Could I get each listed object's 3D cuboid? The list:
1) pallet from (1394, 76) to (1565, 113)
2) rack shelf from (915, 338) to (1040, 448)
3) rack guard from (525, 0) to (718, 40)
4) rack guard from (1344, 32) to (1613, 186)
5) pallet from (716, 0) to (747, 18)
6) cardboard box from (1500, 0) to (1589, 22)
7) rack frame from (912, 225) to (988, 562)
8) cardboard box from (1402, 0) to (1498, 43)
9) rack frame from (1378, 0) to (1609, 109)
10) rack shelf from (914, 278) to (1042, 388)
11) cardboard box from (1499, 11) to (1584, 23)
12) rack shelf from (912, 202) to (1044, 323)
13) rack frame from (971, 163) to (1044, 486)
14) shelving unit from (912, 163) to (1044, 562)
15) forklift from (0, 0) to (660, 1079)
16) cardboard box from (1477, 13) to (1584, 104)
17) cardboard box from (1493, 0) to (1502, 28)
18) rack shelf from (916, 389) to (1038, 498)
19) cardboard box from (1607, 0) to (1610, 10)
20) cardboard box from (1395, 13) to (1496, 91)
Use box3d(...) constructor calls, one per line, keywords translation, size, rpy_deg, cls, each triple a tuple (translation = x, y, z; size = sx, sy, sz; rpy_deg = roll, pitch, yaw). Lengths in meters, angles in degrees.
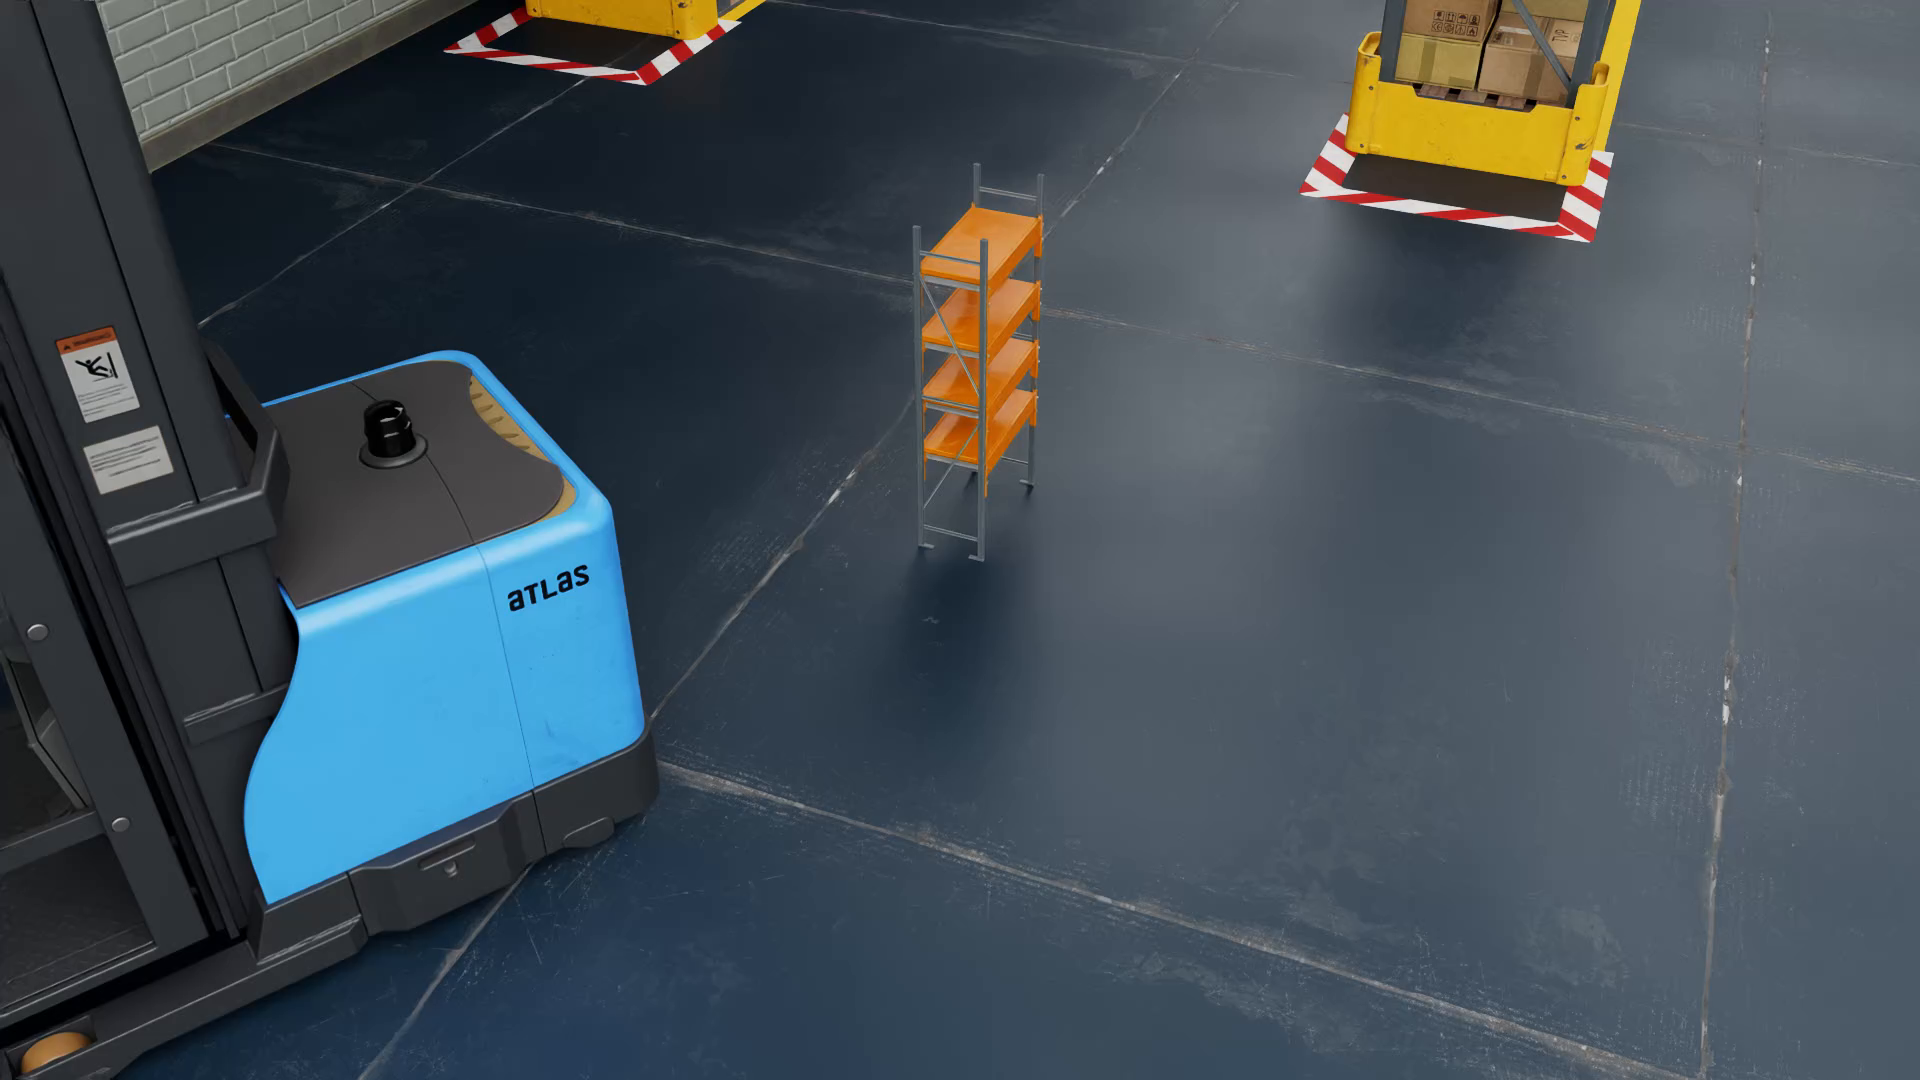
box3d(translation=(2.792, -2.457, 8.861), size=(1.003, 0.211, 1.213), rpy_deg=(14, 39, 18), cls="pallet")
box3d(translation=(0.063, -0.518, 5.554), size=(0.258, 0.148, 0.480), rpy_deg=(14, 39, 18), cls="rack shelf")
box3d(translation=(-2.014, -3.308, 9.759), size=(1.175, 0.500, 0.348), rpy_deg=(14, 39, 18), cls="rack guard")
box3d(translation=(2.530, -2.127, 8.178), size=(1.175, 0.500, 0.348), rpy_deg=(14, 39, 18), cls="rack guard")
box3d(translation=(-1.673, -3.634, 10.436), size=(1.003, 0.211, 1.213), rpy_deg=(14, 39, 18), cls="pallet")
box3d(translation=(3.138, -3.032, 8.620), size=(0.500, 0.500, 0.500), rpy_deg=(14, 39, 18), cls="cardboard box")
box3d(translation=(-0.030, -0.437, 5.333), size=(0.240, 1.200, 0.015), rpy_deg=(14, 39, 18), cls="rack frame")
box3d(translation=(2.468, -2.873, 8.408), size=(0.500, 0.500, 0.500), rpy_deg=(14, 39, 18), cls="cardboard box")
box3d(translation=(2.539, -3.141, 7.447), size=(1.000, 3.000, 0.127), rpy_deg=(14, 39, 18), cls="rack frame")
box3d(translation=(0.063, -0.698, 5.420), size=(0.258, 0.148, 0.480), rpy_deg=(14, 39, 18), cls="rack shelf")
box3d(translation=(3.136, -2.732, 8.845), size=(0.500, 0.250, 0.500), rpy_deg=(14, 39, 18), cls="cardboard box")
box3d(translation=(0.063, -0.887, 5.278), size=(0.258, 0.148, 0.480), rpy_deg=(14, 39, 18), cls="rack shelf")
box3d(translation=(0.156, -0.707, 5.694), size=(0.240, 1.200, 0.015), rpy_deg=(14, 39, 18), cls="rack frame")
box3d(translation=(0.063, -0.572, 5.513), size=(0.258, 1.200, 0.503), rpy_deg=(14, 39, 18), cls="shelving unit")
box3d(translation=(-2.347, -0.132, 3.478), size=(3.031, 2.935, 1.130), rpy_deg=(-23, 42, -27), cls="forklift")
box3d(translation=(2.949, -2.454, 8.474), size=(0.500, 0.250, 0.500), rpy_deg=(14, 39, 18), cls="cardboard box")
box3d(translation=(2.649, -2.852, 9.006), size=(0.500, 0.250, 0.500), rpy_deg=(14, 39, 18), cls="cardboard box")
box3d(translation=(0.063, -0.359, 5.673), size=(0.258, 0.148, 0.480), rpy_deg=(14, 39, 18), cls="rack shelf")
box3d(translation=(3.521, -3.284, 9.585), size=(0.500, 0.250, 0.500), rpy_deg=(14, 39, 18), cls="cardboard box")
box3d(translation=(2.470, -2.572, 8.632), size=(0.500, 0.250, 0.500), rpy_deg=(14, 39, 18), cls="cardboard box")
